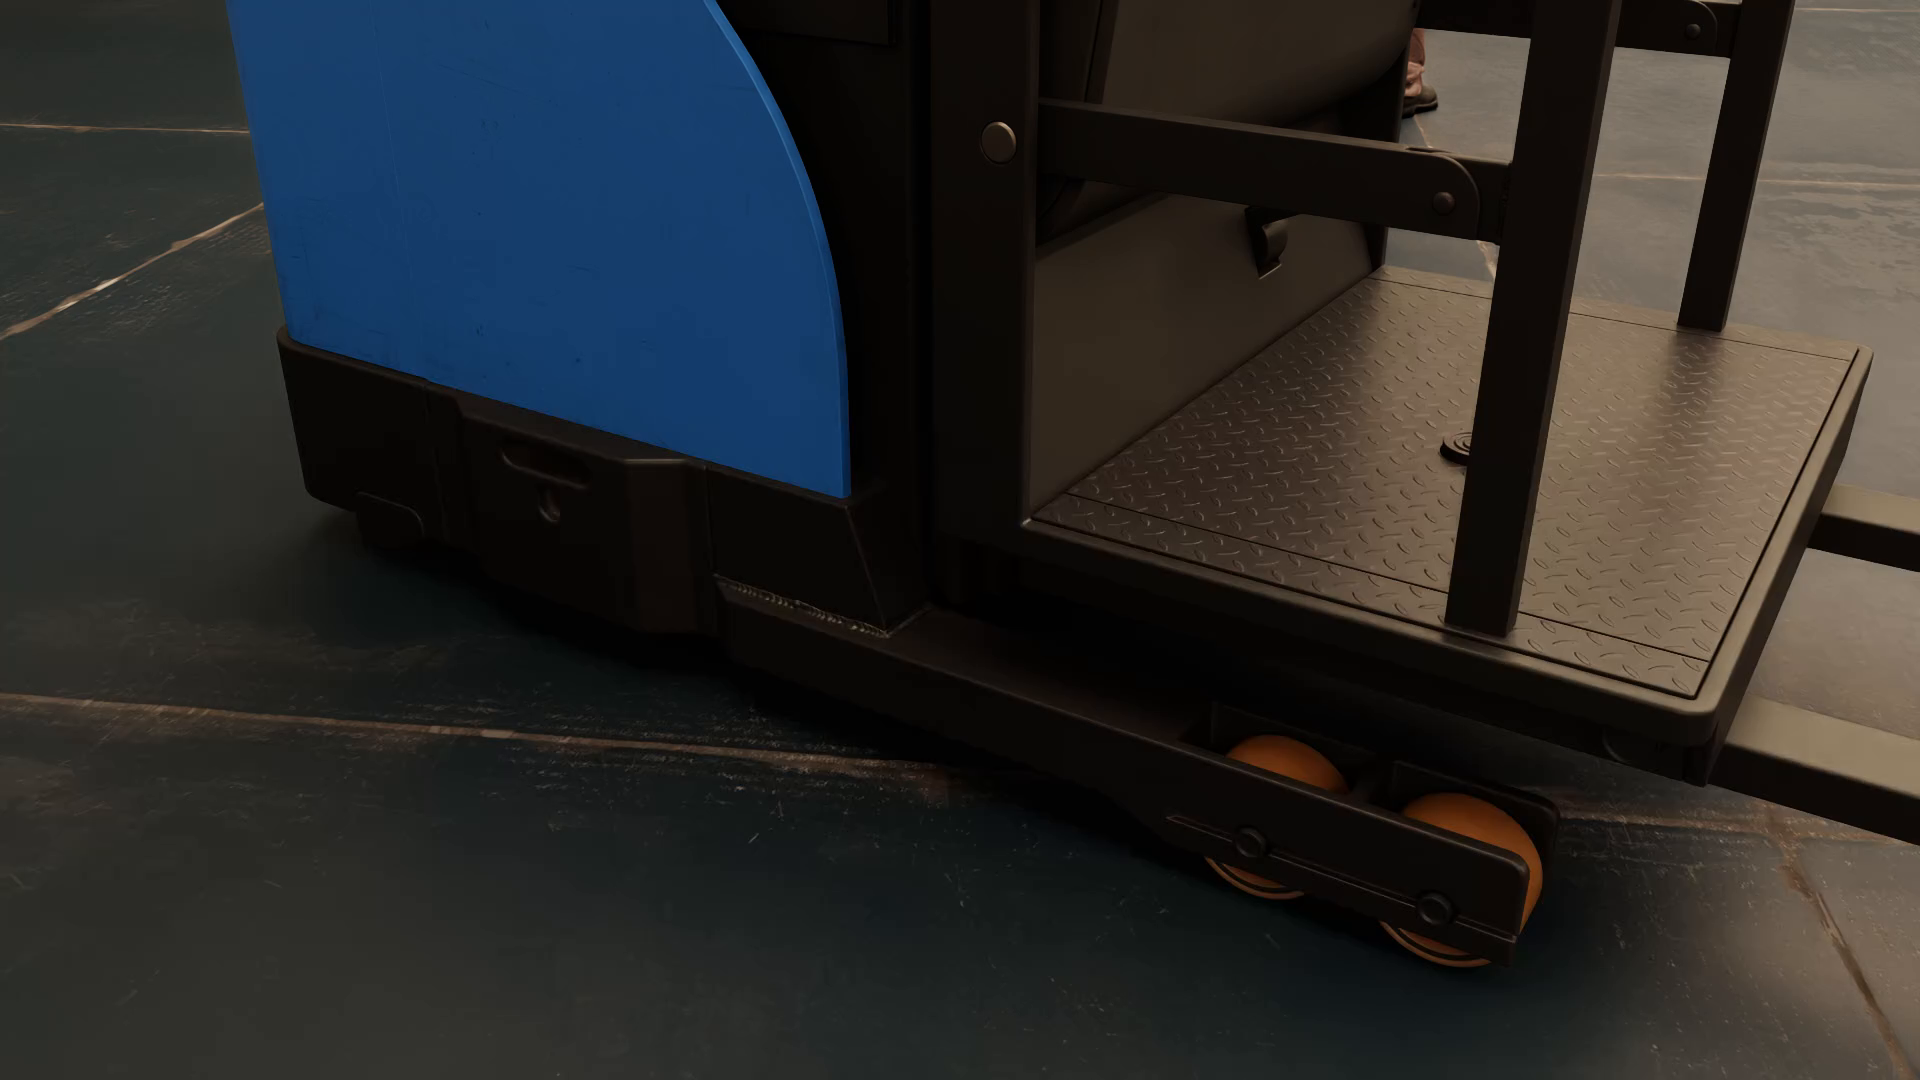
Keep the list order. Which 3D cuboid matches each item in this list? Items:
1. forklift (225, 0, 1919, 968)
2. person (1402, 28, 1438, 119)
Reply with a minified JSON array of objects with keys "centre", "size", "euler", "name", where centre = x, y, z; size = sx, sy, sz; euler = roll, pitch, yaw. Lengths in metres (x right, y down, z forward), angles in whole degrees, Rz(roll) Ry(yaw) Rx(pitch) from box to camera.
[{"centre":[0.525,-1.160,1.542],"size":[3.031,2.935,1.130],"euler":[16,31,29],"name":"forklift"},{"centre":[1.199,-2.073,4.848],"size":[0.580,1.616,0.425],"euler":[10,28,19],"name":"person"}]
